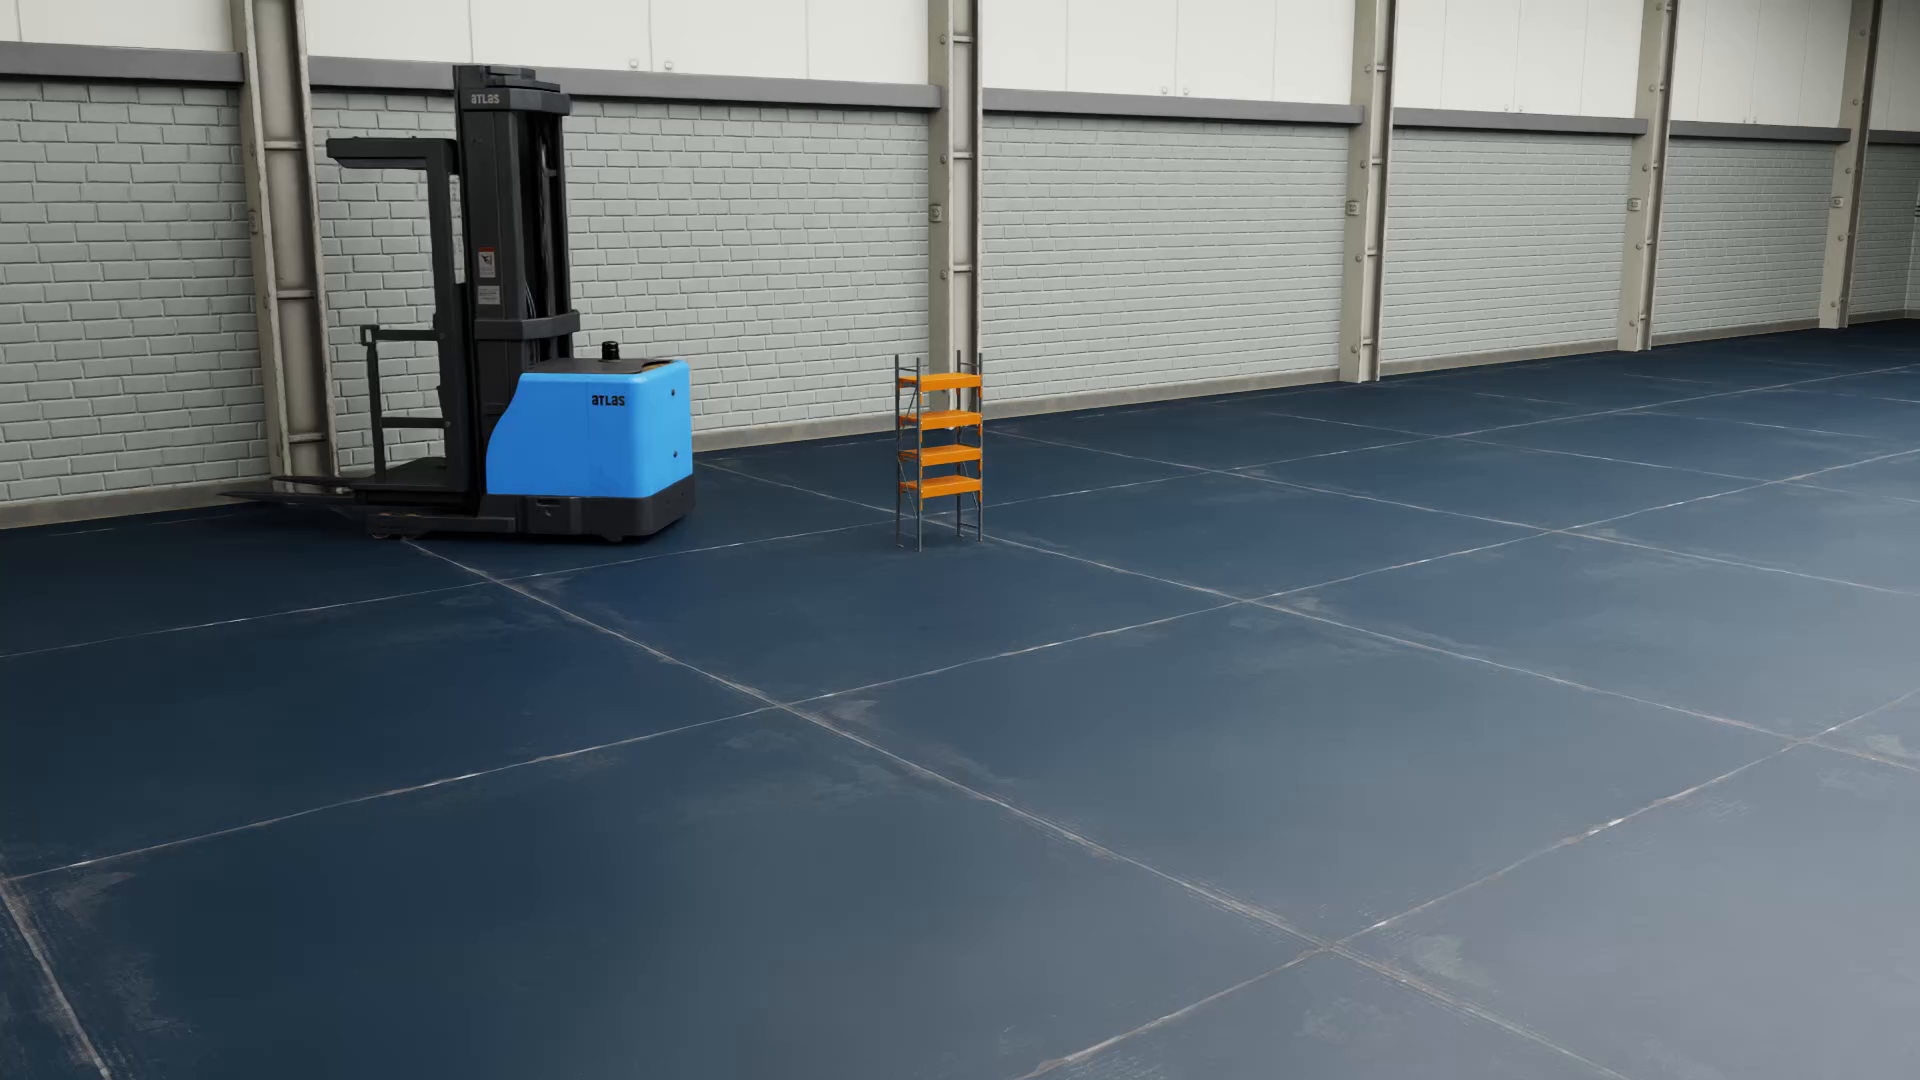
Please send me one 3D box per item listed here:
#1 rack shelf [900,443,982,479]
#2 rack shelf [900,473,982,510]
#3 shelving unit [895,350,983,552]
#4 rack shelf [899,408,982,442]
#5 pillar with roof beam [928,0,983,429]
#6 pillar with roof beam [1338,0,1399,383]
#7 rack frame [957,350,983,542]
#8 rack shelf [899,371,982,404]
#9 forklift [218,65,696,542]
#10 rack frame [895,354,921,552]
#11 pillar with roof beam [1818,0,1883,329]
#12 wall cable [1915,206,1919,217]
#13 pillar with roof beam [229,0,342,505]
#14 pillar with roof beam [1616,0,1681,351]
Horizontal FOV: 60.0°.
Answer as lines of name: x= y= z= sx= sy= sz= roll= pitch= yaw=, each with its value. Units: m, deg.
rack shelf: x=-0.129 y=-0.500 z=10.417 sx=0.480 sy=0.148 sz=0.258 roll=-9 pitch=15 yaw=-38
rack shelf: x=-0.129 y=-0.305 z=10.458 sx=0.480 sy=0.148 sz=0.258 roll=-9 pitch=15 yaw=-38
shelving unit: x=-0.129 y=-0.565 z=10.403 sx=0.503 sy=1.200 sz=0.258 roll=-9 pitch=15 yaw=-38
rack shelf: x=-0.129 y=-0.718 z=10.370 sx=0.480 sy=0.148 sz=0.258 roll=-9 pitch=15 yaw=-38
pillar with roof beam: x=2.647 y=-4.784 z=11.495 sx=0.400 sy=9.000 sz=9.100 roll=-9 pitch=15 yaw=-38
pillar with roof beam: x=7.332 y=-5.563 z=15.161 sx=0.400 sy=9.000 sz=9.100 roll=-9 pitch=15 yaw=-38
rack frame: x=0.061 y=-0.597 z=10.552 sx=0.015 sy=1.200 sz=0.240 roll=-9 pitch=15 yaw=-38
rack shelf: x=-0.129 y=-0.950 z=10.321 sx=0.480 sy=0.148 sz=0.258 roll=-9 pitch=15 yaw=-38
forklift: x=-3.358 y=-1.541 z=10.828 sx=3.031 sy=2.935 sz=1.130 roll=2 pitch=12 yaw=9
rack frame: x=-0.320 y=-0.534 z=10.254 sx=0.015 sy=1.200 sz=0.240 roll=-9 pitch=15 yaw=-38
pillar with roof beam: x=16.702 y=-7.120 z=22.494 sx=0.400 sy=9.000 sz=9.100 roll=-9 pitch=15 yaw=-38
wall cable: x=17.139 y=-6.467 z=26.895 sx=0.112 sy=2.526 sz=3.097 roll=-9 pitch=15 yaw=-38
pillar with roof beam: x=-2.039 y=-4.006 z=7.828 sx=0.400 sy=9.000 sz=9.100 roll=-9 pitch=15 yaw=-38
pillar with roof beam: x=12.017 y=-6.341 z=18.828 sx=0.400 sy=9.000 sz=9.100 roll=-9 pitch=15 yaw=-38
